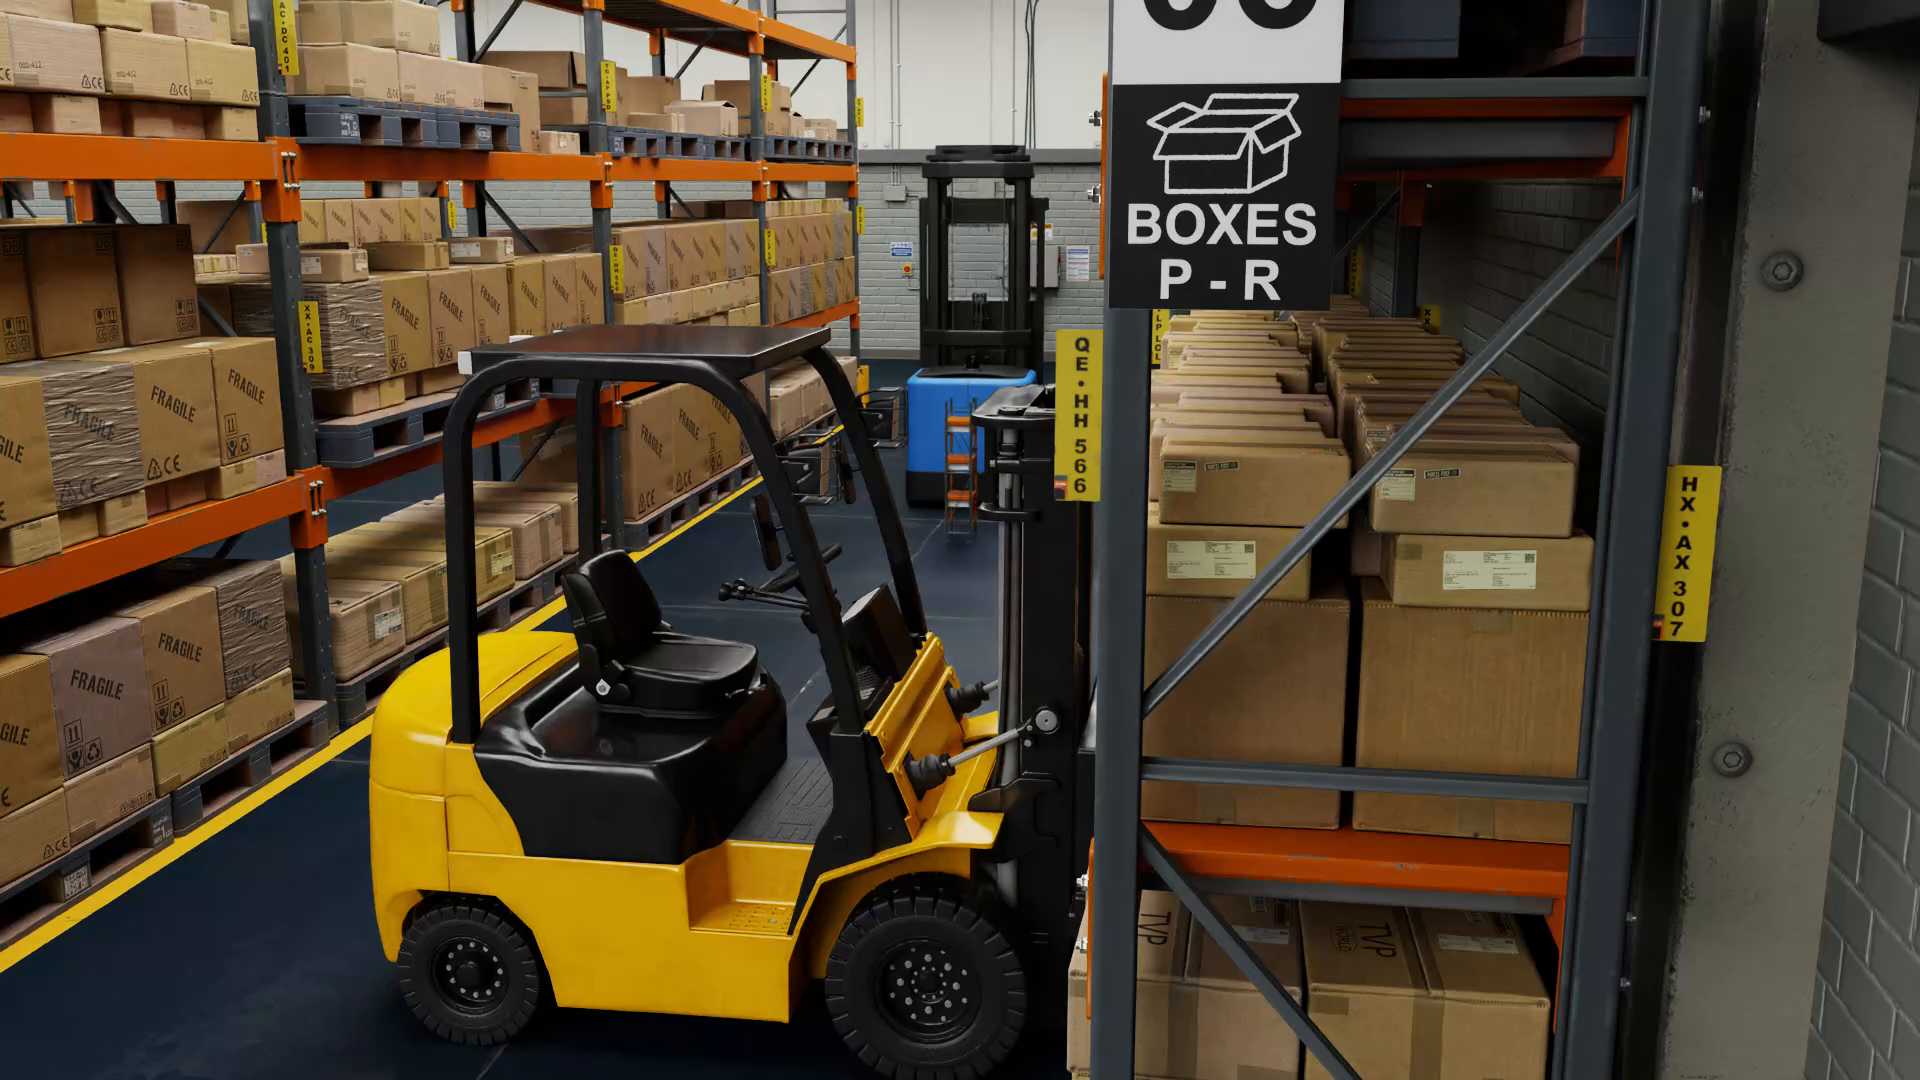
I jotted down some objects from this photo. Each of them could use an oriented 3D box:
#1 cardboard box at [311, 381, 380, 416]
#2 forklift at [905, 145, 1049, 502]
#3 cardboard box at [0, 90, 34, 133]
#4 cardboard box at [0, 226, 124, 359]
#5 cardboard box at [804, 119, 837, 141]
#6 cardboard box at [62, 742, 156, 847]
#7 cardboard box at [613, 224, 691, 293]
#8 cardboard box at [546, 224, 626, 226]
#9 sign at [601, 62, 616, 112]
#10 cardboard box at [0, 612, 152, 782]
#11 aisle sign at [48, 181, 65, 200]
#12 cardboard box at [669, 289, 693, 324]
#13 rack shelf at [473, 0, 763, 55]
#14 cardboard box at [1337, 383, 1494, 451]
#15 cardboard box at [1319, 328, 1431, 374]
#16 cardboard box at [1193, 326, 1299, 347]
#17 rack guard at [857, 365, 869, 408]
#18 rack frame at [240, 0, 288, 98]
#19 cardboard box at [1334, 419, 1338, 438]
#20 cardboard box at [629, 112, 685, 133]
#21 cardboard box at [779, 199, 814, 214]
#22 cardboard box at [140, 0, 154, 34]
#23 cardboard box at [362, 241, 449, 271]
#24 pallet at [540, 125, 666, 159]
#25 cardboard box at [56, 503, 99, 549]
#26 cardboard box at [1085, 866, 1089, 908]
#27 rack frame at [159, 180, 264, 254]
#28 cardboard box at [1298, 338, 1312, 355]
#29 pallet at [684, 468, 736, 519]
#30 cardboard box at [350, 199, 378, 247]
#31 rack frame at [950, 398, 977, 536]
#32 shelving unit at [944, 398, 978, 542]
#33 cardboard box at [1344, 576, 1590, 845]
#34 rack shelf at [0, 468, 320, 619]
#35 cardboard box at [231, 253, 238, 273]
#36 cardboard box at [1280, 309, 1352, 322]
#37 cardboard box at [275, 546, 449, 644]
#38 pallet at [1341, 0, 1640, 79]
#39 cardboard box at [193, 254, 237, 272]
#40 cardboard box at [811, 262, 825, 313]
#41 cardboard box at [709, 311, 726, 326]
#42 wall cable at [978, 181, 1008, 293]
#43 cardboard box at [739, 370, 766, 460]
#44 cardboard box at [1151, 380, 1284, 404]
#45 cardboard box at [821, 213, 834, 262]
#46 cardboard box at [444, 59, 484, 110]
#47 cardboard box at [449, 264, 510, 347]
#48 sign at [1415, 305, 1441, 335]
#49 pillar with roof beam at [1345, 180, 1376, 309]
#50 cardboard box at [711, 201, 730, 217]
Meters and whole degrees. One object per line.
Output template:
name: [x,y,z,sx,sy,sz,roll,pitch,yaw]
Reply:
cardboard box: [-3.129,-0.712,8.277,0.380,0.149,0.250,2,12,9]
forklift: [0.216,-1.994,14.790,1.130,2.935,3.031,1,12,6]
cardboard box: [-3.569,-1.528,5.938,0.380,0.149,0.250,2,12,10]
cardboard box: [-3.908,-1.018,6.778,0.700,0.500,0.500,2,12,9]
cardboard box: [-1.660,-4.573,18.596,0.500,0.250,0.500,1,12,3]
cardboard box: [-3.506,0.963,6.436,0.500,0.250,0.500,2,12,10]
cardboard box: [-2.432,-2.201,12.973,0.500,0.500,0.500,2,12,10]
cardboard box: [-2.936,-2.221,13.070,0.500,0.500,0.500,2,12,9]
sign: [-2.375,-3.058,11.218,0.100,0.325,0.005,2,12,9]
cardboard box: [-3.505,0.592,6.378,0.500,0.500,0.500,3,12,12]
aisle sign: [-11.165,-4.620,20.640,0.394,0.787,0.004,2,12,9]
cardboard box: [-2.419,-1.837,13.066,0.500,0.250,0.500,2,12,8]
rack shelf: [-2.603,-4.159,13.089,1.077,0.370,4.000,2,12,9]
cardboard box: [1.196,-0.322,4.384,0.380,0.149,0.250,2,12,10]
cardboard box: [1.522,-0.693,6.107,0.380,0.149,0.250,2,12,8]
cardboard box: [1.056,-0.709,6.178,0.380,0.149,0.250,2,12,8]
rack guard: [-1.676,-1.806,19.686,1.175,0.500,0.348,2,12,9]
rack frame: [-3.526,-3.457,7.176,1.000,3.000,0.127,2,12,9]
cardboard box: [1.348,-0.335,5.149,0.380,0.149,0.250,1,12,7]
cardboard box: [-2.438,-3.349,13.351,0.380,0.166,0.250,3,13,13]
cardboard box: [-1.738,-3.475,17.347,0.380,0.149,0.250,2,12,10]
cardboard box: [-3.451,-2.077,6.595,0.380,0.149,0.250,2,12,10]
cardboard box: [-3.039,-1.557,9.119,0.380,0.149,0.250,3,12,12]
pallet: [-2.864,-2.867,12.005,1.213,0.211,1.003,2,12,11]
cardboard box: [-3.496,-0.061,6.254,0.380,0.149,0.250,2,12,8]
cardboard box: [0.600,0.906,4.328,0.500,0.250,0.500,2,12,10]
rack frame: [-7.202,-2.329,16.182,1.000,3.000,0.127,2,12,9]
cardboard box: [1.645,-0.797,7.294,0.380,0.149,0.250,2,12,7]
pallet: [-2.525,-0.409,13.891,1.003,0.211,1.213,2,12,9]
cardboard box: [-6.639,-3.418,17.915,0.500,0.500,0.500,1,12,7]
rack frame: [0.027,-0.550,12.552,0.200,1.050,0.008,2,12,9]
shelving unit: [0.008,-0.524,12.434,0.215,1.050,0.252,2,12,9]
cardboard box: [1.115,0.325,3.628,0.500,0.500,0.500,2,12,10]
rack shelf: [-3.833,0.243,5.952,1.077,0.370,4.000,2,12,9]
cardboard box: [-6.877,-2.619,16.581,0.500,0.500,0.500,2,12,8]
cardboard box: [1.928,-1.169,9.020,0.380,0.149,0.250,2,12,10]
cardboard box: [-3.340,0.296,9.243,0.950,0.372,0.625,3,12,12]
pallet: [0.899,-1.101,3.574,1.003,0.211,1.213,2,12,9]
cardboard box: [-7.071,-2.613,15.684,0.380,0.149,0.250,2,12,11]
cardboard box: [-1.721,-2.643,17.401,0.500,0.500,0.500,2,12,10]
cardboard box: [-2.291,-1.805,14.104,0.500,0.250,0.500,2,12,7]
wall cable: [0.567,-4.650,24.540,0.588,1.984,0.122,2,12,9]
cardboard box: [-2.312,-1.225,15.104,0.875,0.875,0.875,2,12,10]
cardboard box: [0.674,-0.340,4.466,0.380,0.149,0.250,2,12,10]
cardboard box: [-1.650,-3.240,17.795,0.500,0.500,0.500,2,12,8]
cardboard box: [-2.907,-2.443,8.947,0.500,0.250,0.500,2,12,8]
cardboard box: [-2.936,-1.327,9.589,0.500,0.500,0.500,1,12,6]
sign: [1.928,-0.809,6.884,0.100,0.325,0.005,2,12,9]
pillar with roof beam: [-0.646,-5.218,15.345,9.100,9.000,0.400,2,12,9]
cardboard box: [-2.415,-3.171,15.935,0.380,0.149,0.250,2,12,10]
